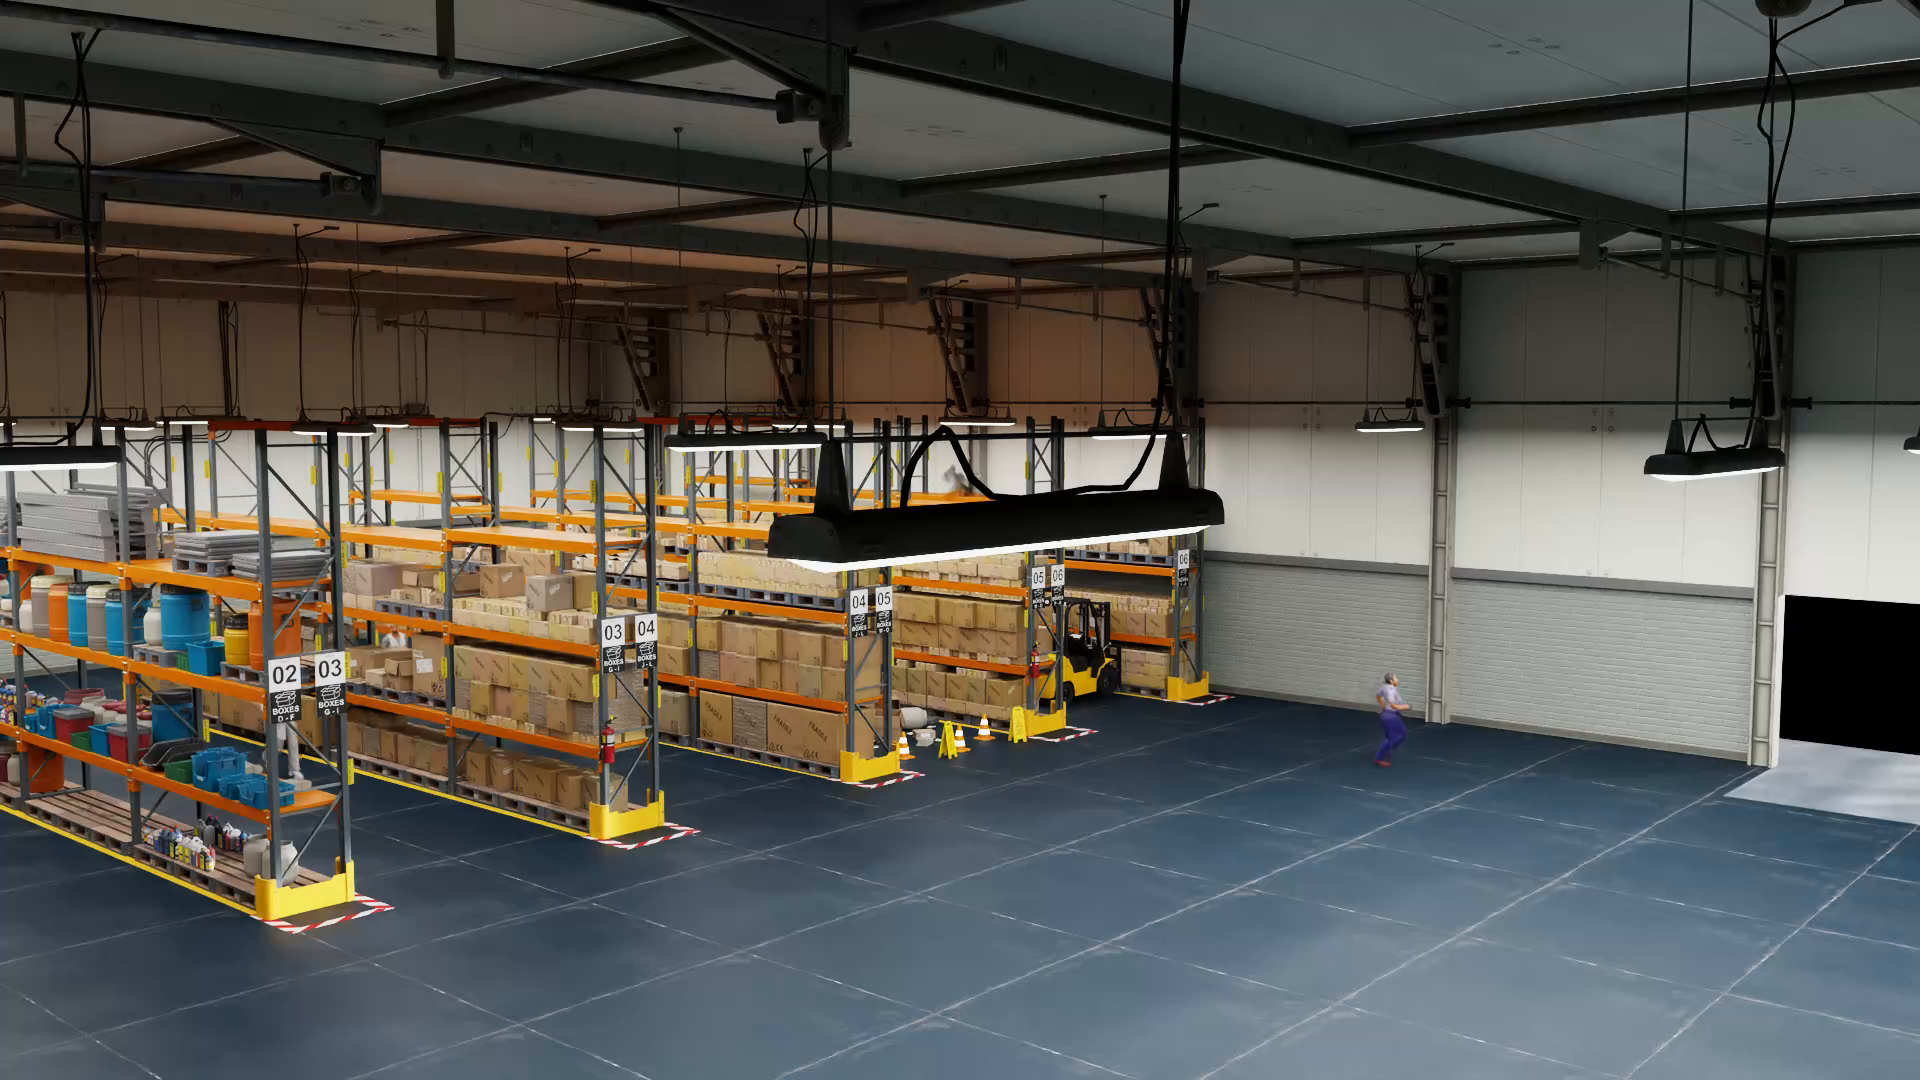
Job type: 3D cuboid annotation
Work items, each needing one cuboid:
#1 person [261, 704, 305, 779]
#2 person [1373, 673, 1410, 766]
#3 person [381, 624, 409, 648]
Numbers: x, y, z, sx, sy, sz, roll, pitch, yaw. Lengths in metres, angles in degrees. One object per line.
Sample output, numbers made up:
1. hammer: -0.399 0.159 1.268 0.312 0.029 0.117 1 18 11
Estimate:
1. person: -11.409 3.108 27.990 1.037 1.776 0.712 3 6 36
2. person: 7.488 3.122 28.870 0.604 1.630 0.667 0 5 6
3. person: -11.799 2.558 34.941 0.669 1.742 0.517 -5 7 -45
